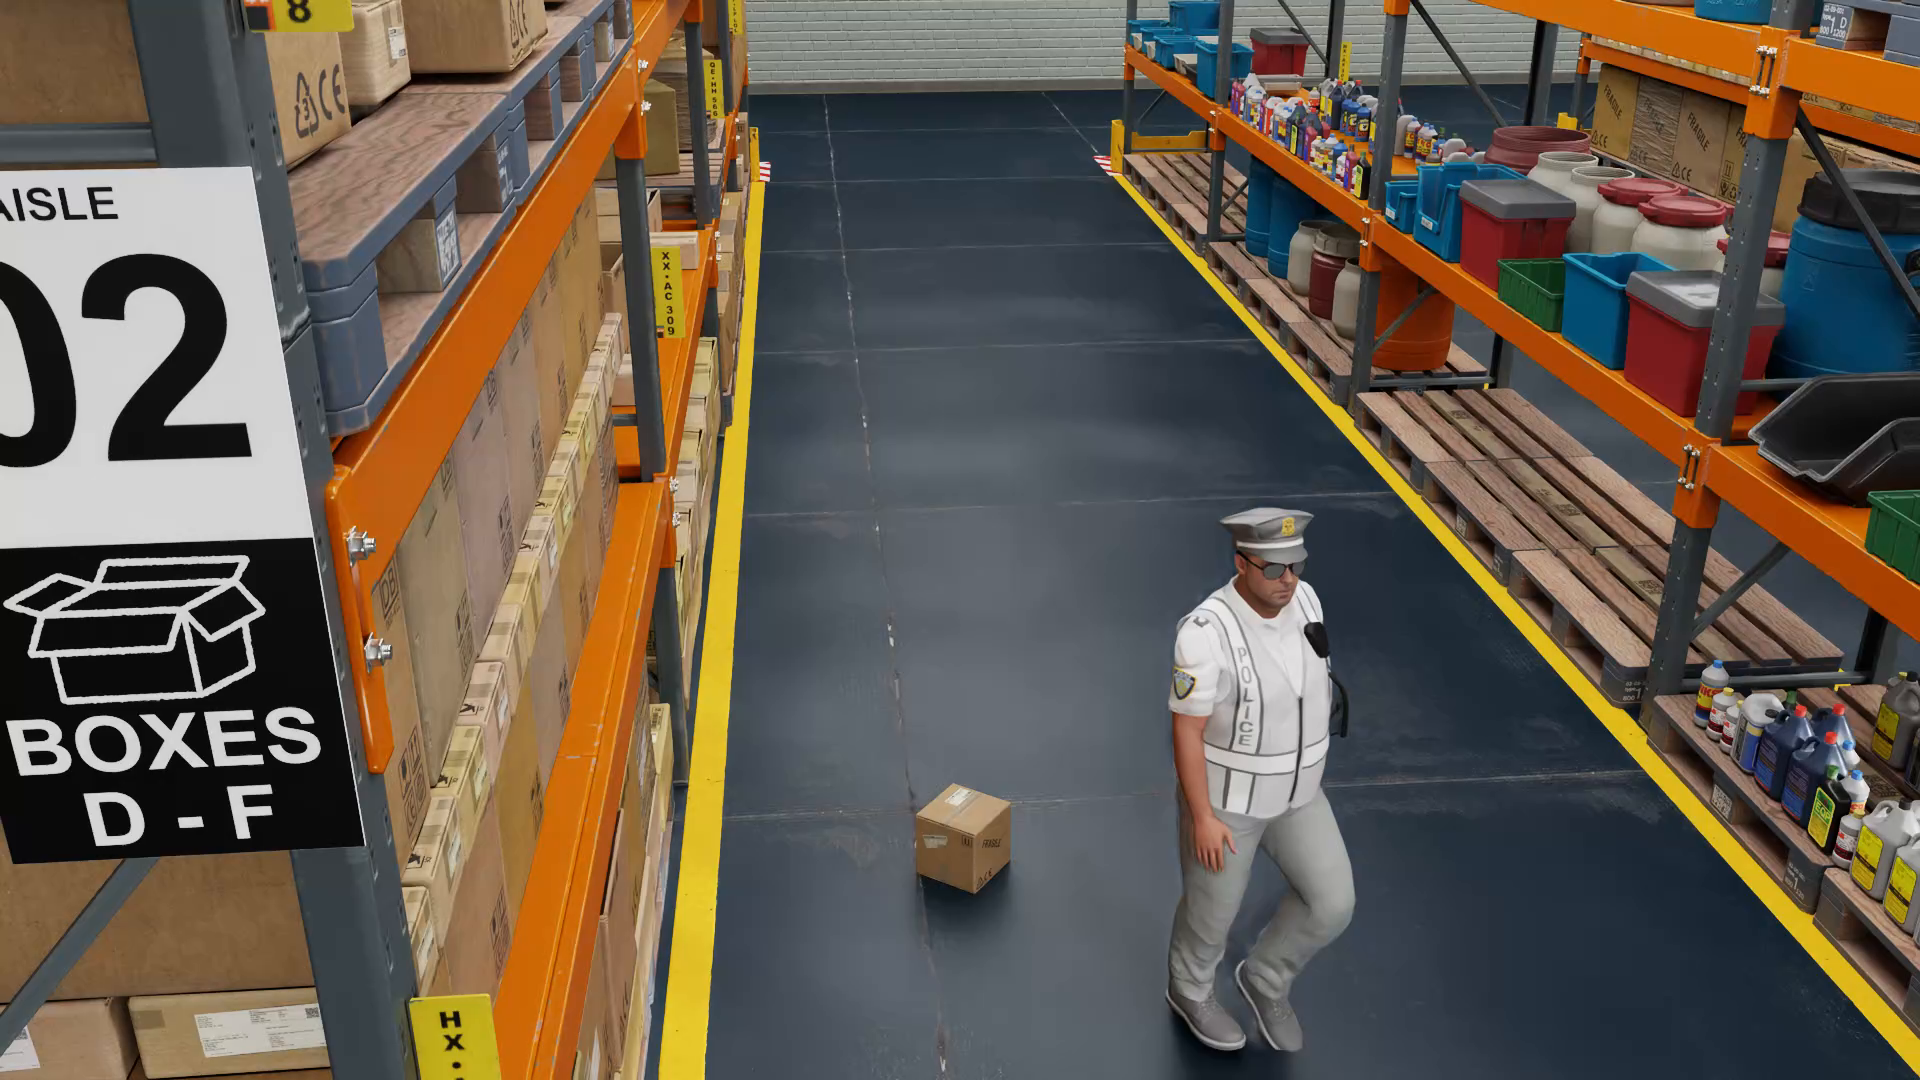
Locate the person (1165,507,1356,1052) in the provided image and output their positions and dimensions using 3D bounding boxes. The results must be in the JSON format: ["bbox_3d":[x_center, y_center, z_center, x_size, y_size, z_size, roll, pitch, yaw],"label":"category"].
[{"bbox_3d":[0.869,0.761,4.851,0.565,1.829,0.499,-13,27,-28],"label":"person"}]
